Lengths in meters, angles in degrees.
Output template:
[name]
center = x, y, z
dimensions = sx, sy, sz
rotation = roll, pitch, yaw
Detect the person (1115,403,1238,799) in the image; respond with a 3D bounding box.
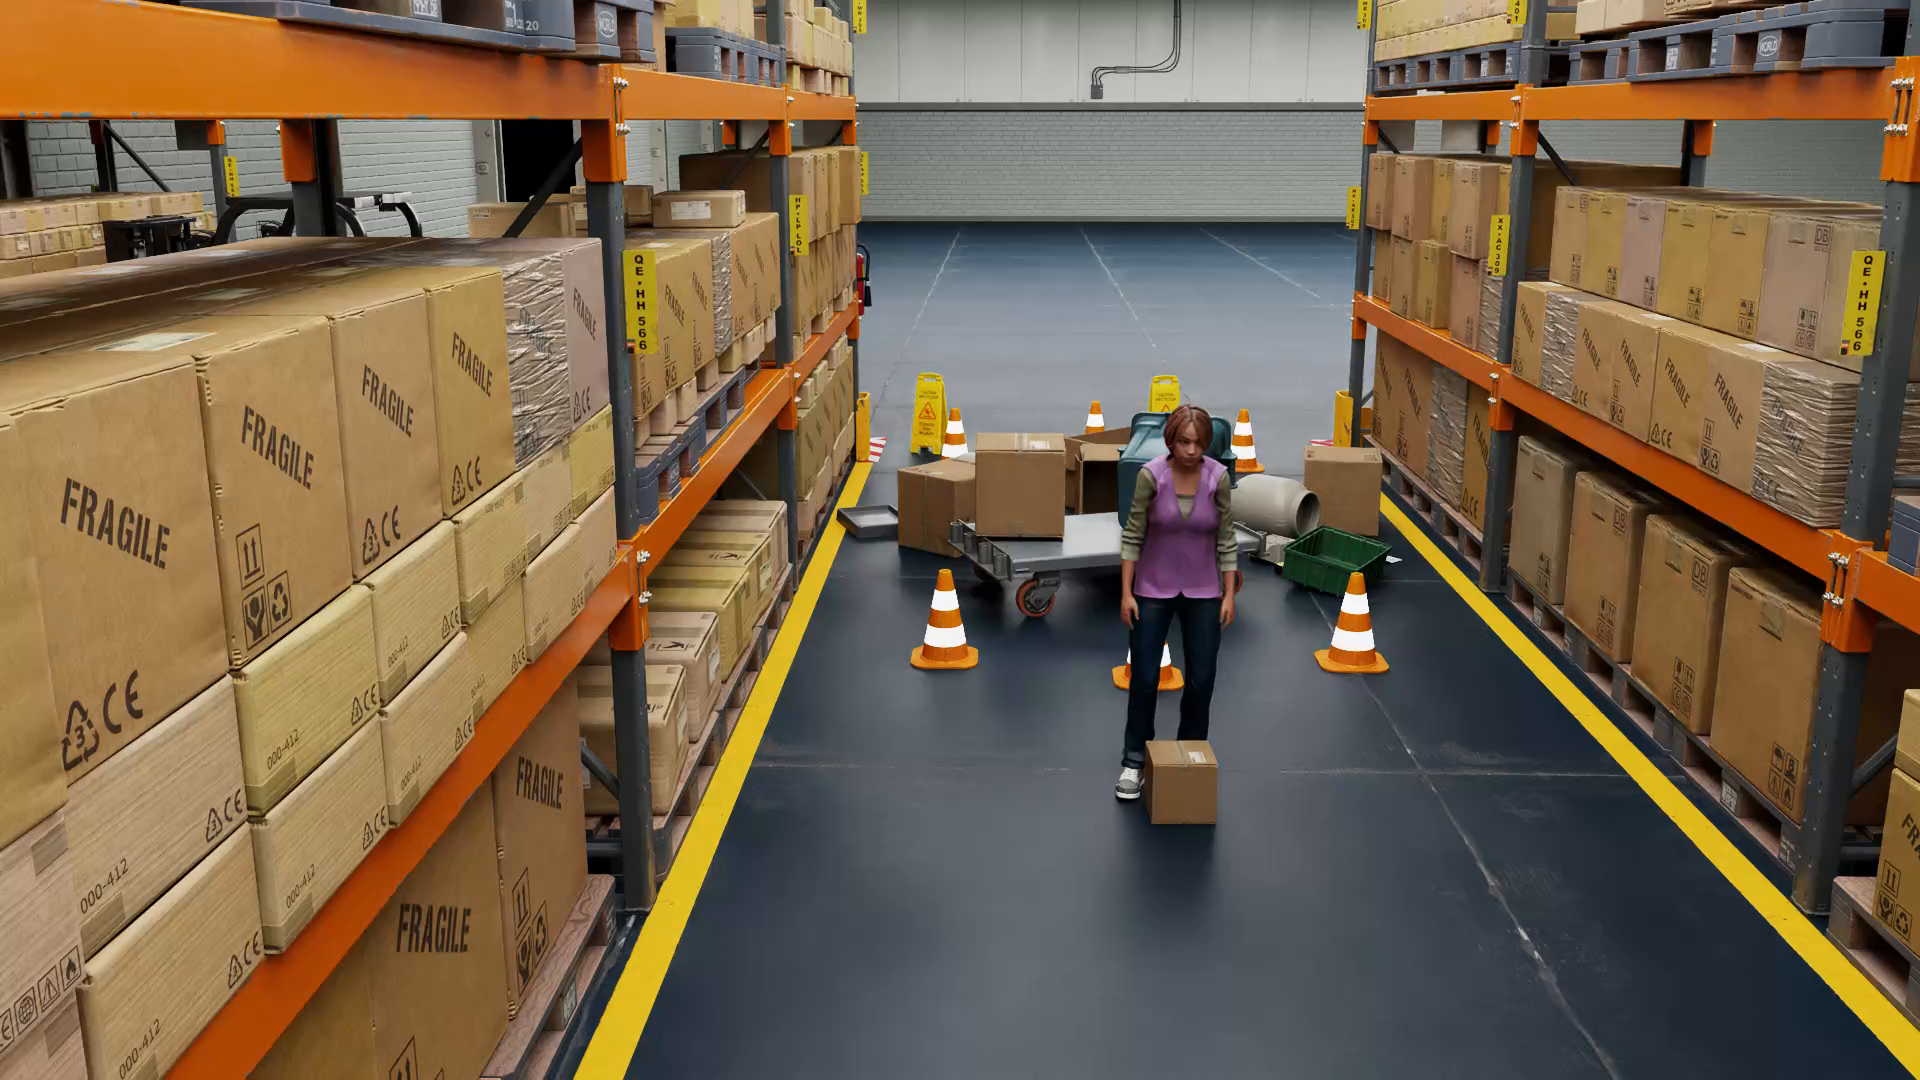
[person]
center = 0.860, 0.240, 6.574
dimensions = 0.468, 1.593, 0.350
rotation = 0, 14, 1
